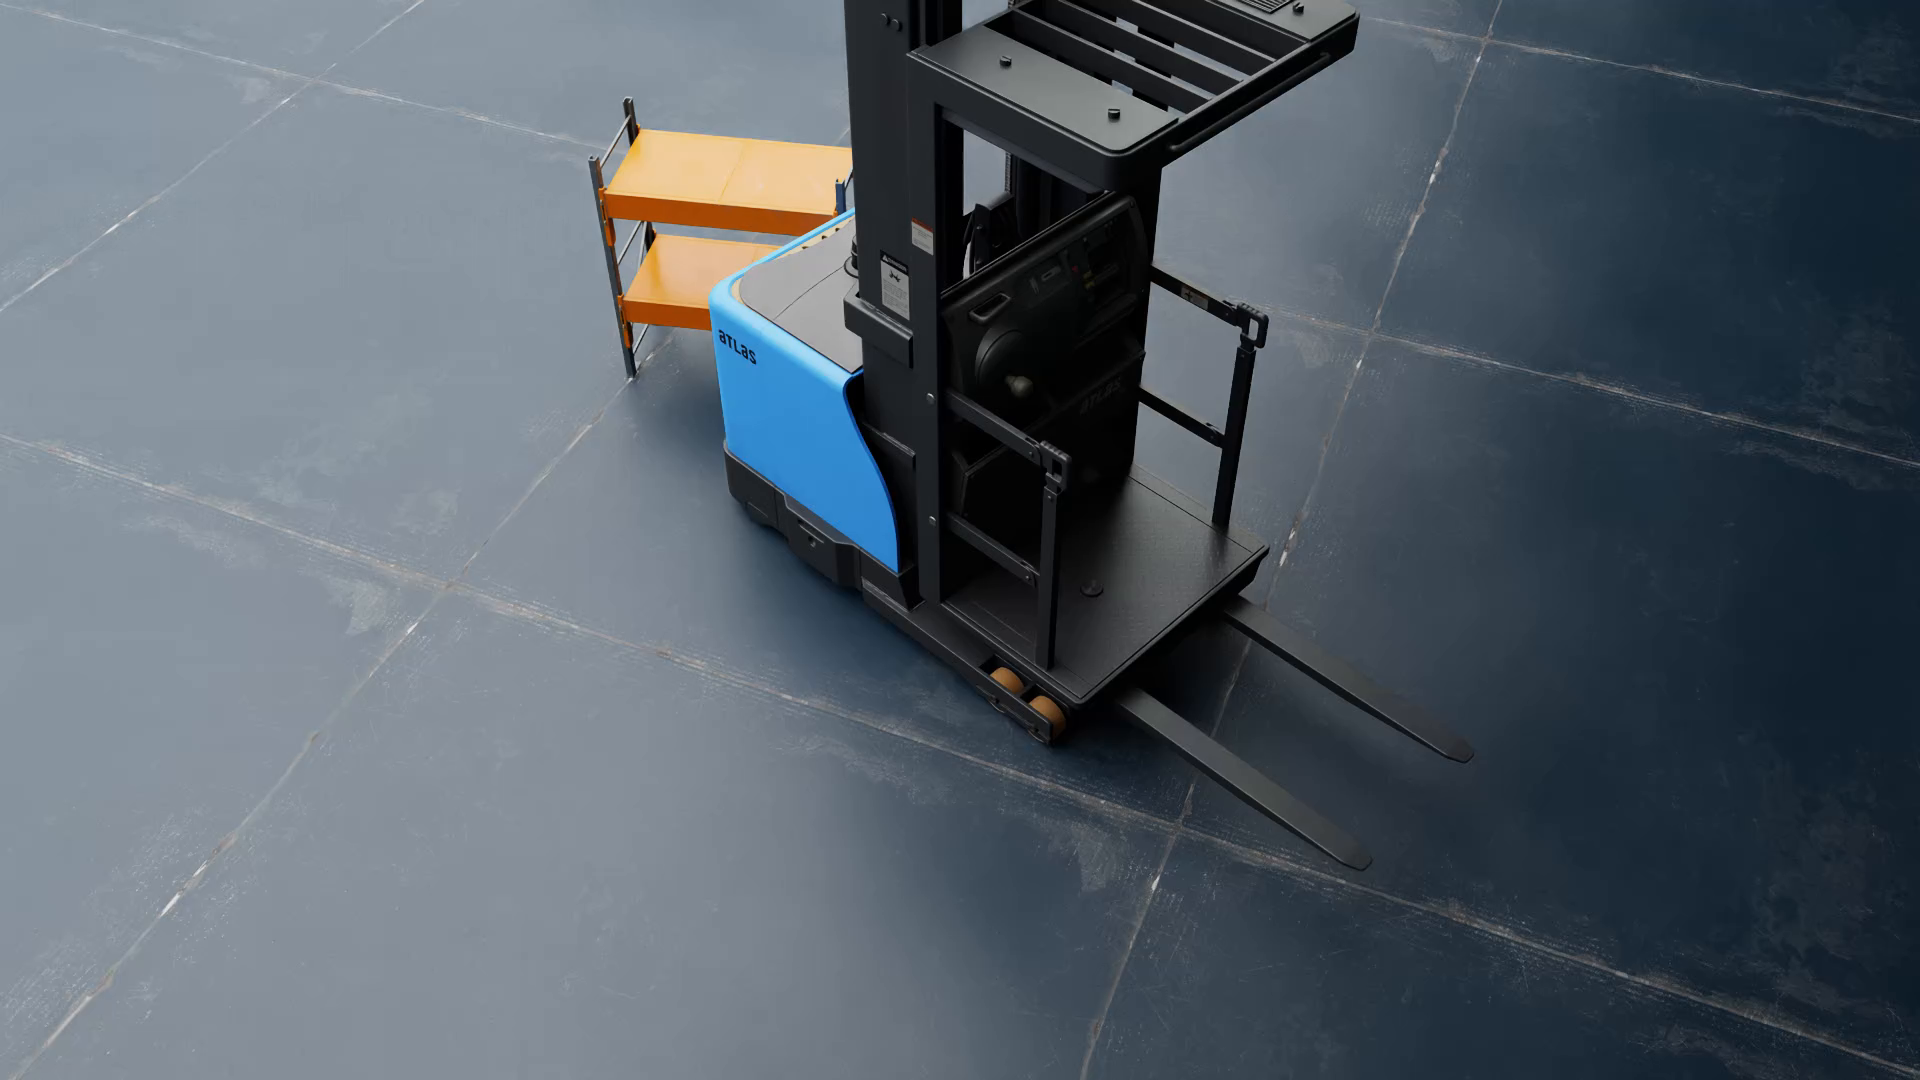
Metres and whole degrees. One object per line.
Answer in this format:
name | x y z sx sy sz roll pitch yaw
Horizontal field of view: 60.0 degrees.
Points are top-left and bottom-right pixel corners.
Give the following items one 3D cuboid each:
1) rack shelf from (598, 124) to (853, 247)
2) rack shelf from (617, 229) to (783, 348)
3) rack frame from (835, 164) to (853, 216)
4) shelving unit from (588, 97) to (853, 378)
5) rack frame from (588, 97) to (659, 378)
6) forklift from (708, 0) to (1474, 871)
rack shelf | -0.941 -1.451 6.996 1.000 0.278 0.538 7 45 7
rack shelf | -0.941 -1.070 7.375 1.000 0.278 0.538 7 45 7
rack frame | -0.439 -1.184 7.142 0.032 1.125 0.500 7 45 7
shelving unit | -0.941 -1.243 7.202 1.048 1.125 0.538 7 45 7
rack frame | -1.442 -1.303 7.262 0.032 1.125 0.500 7 45 7
forklift | 0.450 -0.728 5.404 3.031 2.935 1.130 35 54 30
